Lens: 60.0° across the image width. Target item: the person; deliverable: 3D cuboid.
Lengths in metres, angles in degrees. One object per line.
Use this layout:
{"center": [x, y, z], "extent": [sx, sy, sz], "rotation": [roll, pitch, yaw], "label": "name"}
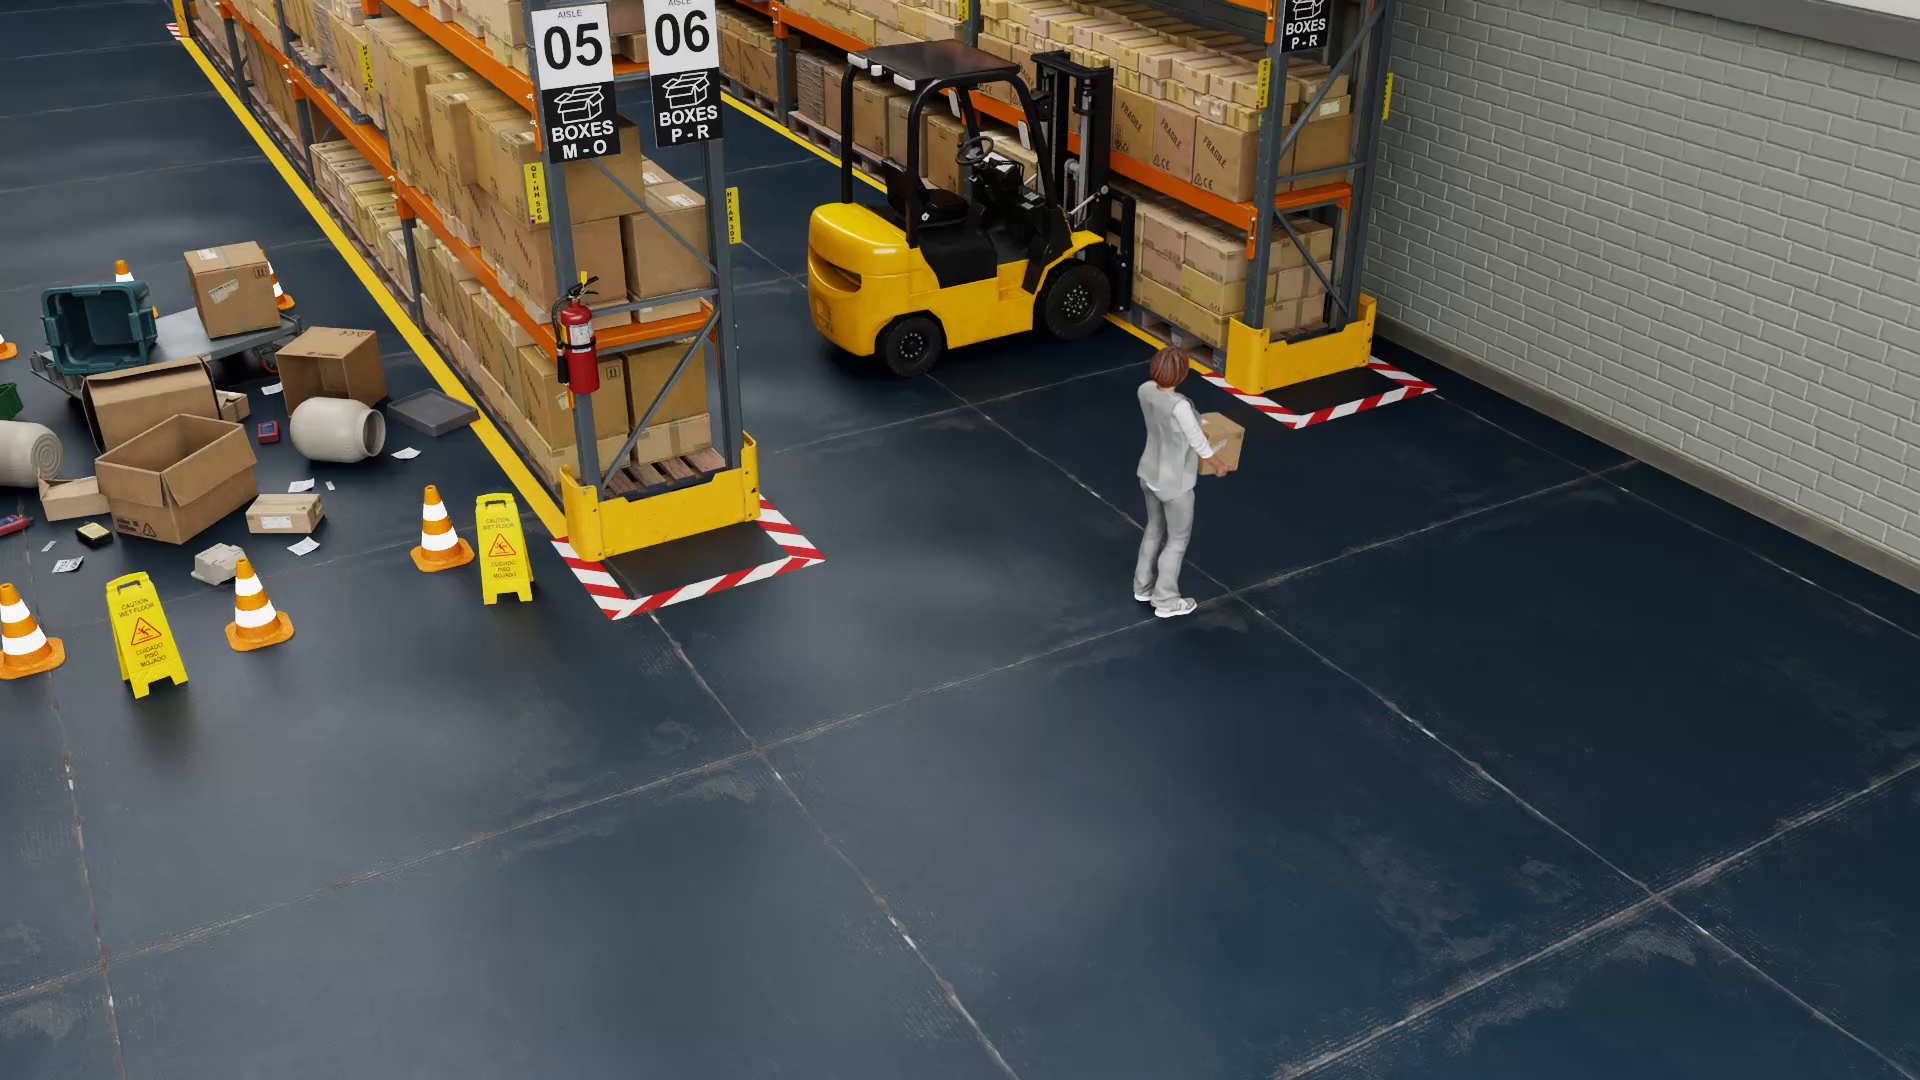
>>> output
{"center": [1.220, -0.338, 9.179], "extent": [0.495, 1.582, 0.401], "rotation": [-16, 33, -26], "label": "person"}
